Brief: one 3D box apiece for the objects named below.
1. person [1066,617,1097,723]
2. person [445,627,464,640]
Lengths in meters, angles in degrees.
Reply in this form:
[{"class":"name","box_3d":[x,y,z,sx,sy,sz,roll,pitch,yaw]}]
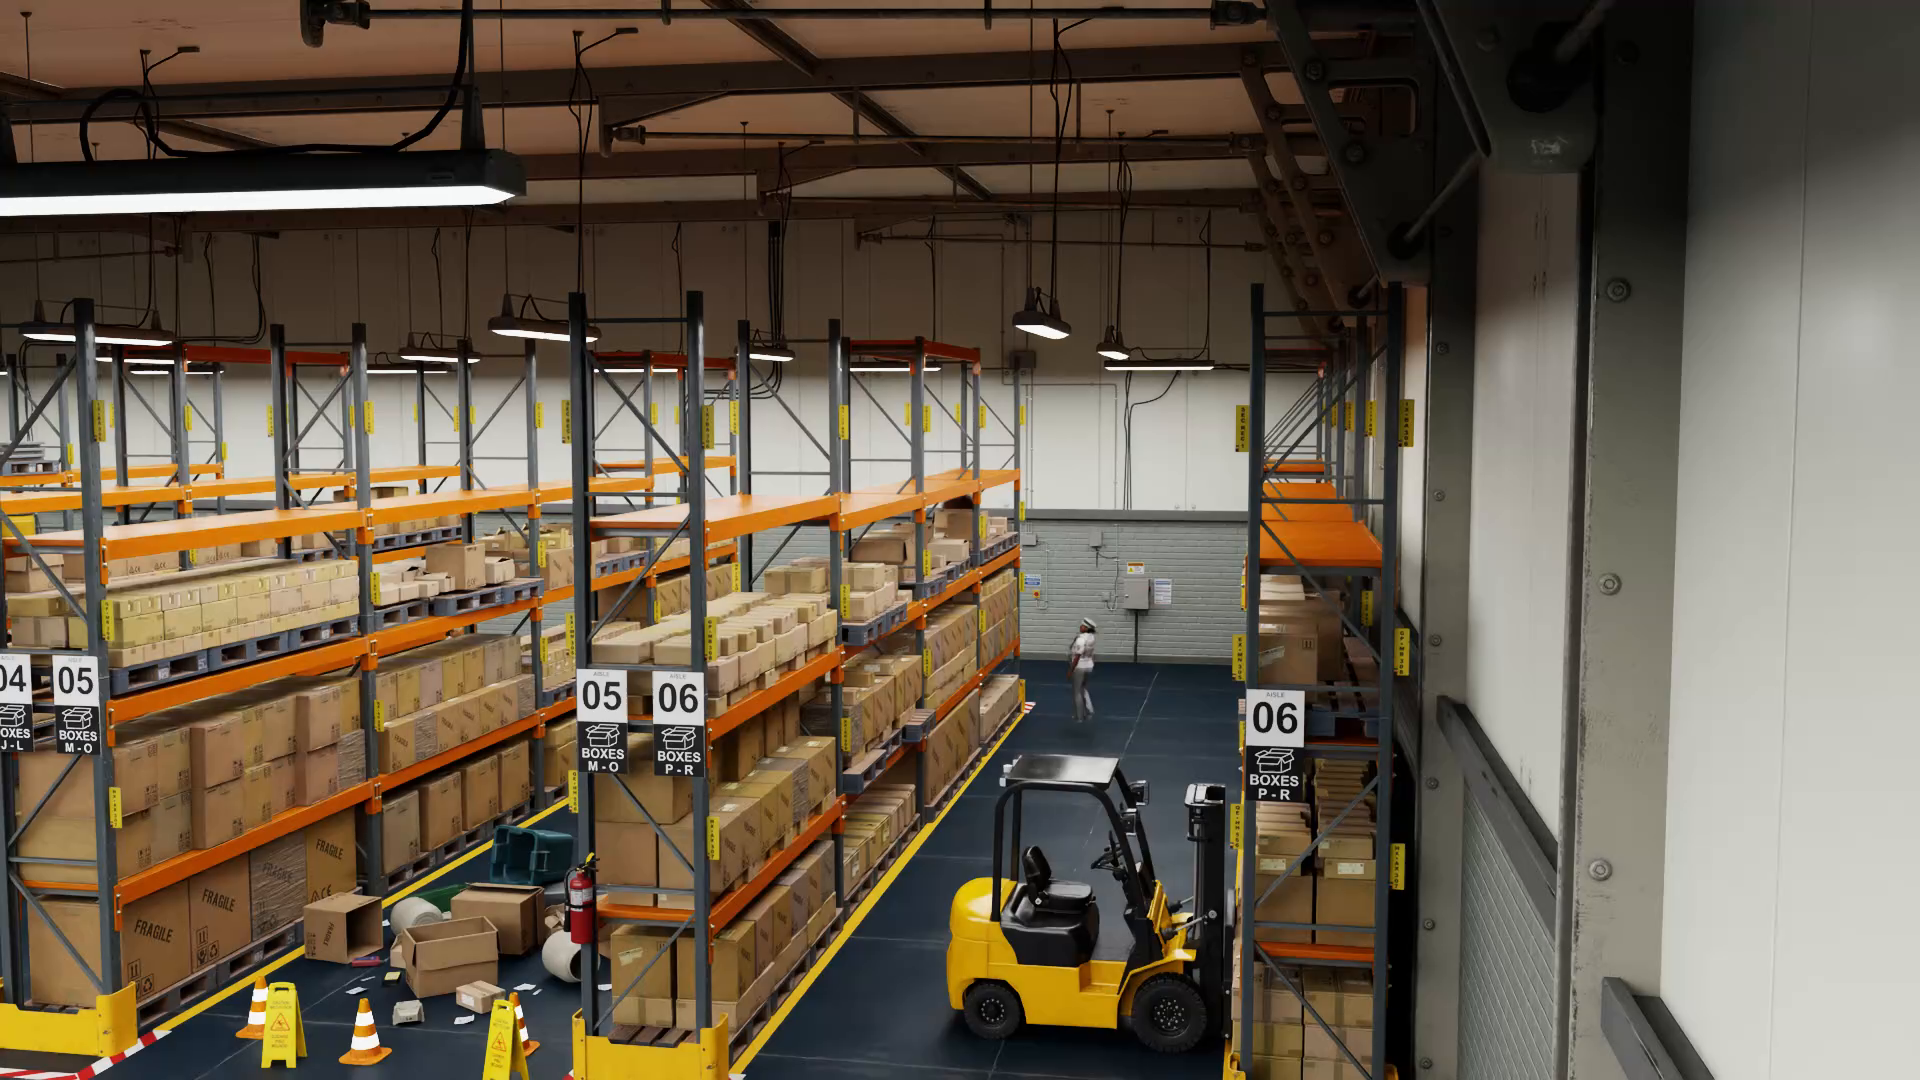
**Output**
[{"class":"person","box_3d":[1.920,2.077,26.481,0.511,1.703,0.483,-4,6,-41]},{"class":"person","box_3d":[-8.180,2.174,27.039,0.544,1.669,0.409,-4,6,-44]}]
